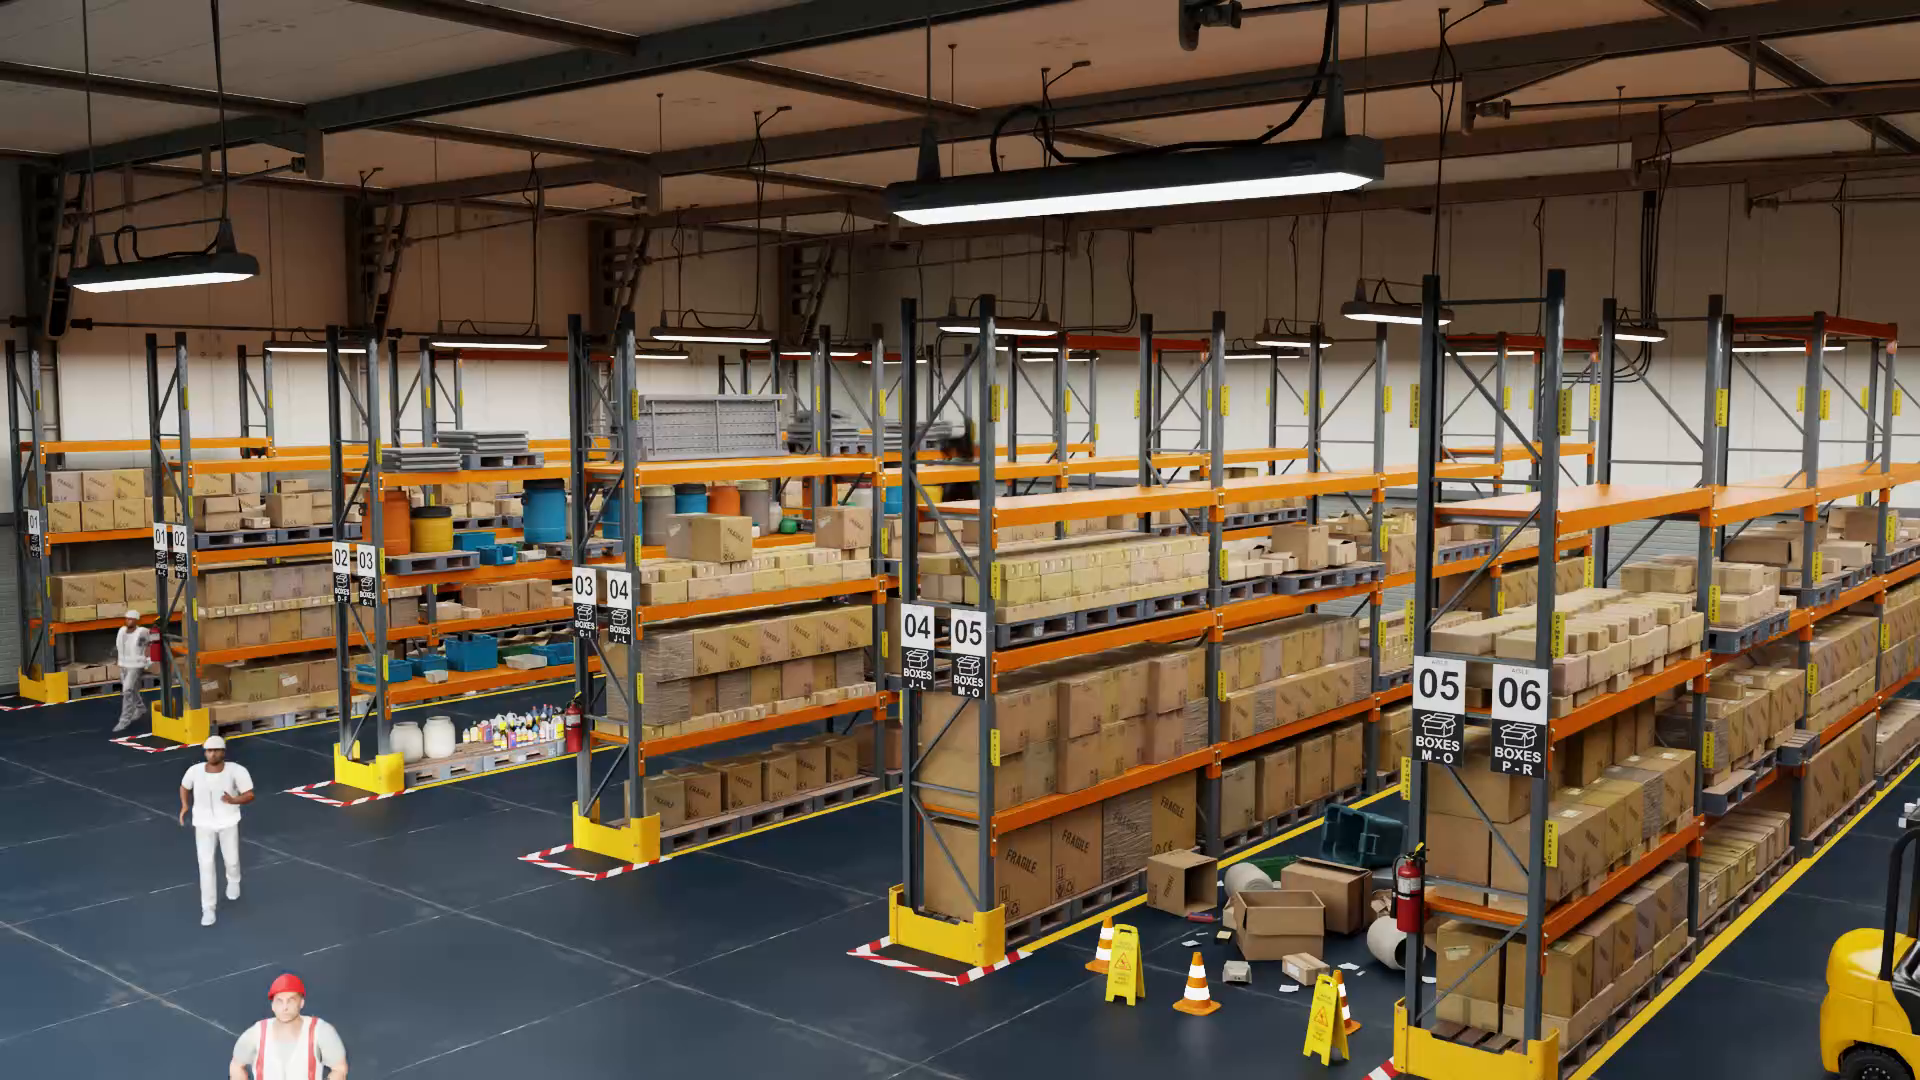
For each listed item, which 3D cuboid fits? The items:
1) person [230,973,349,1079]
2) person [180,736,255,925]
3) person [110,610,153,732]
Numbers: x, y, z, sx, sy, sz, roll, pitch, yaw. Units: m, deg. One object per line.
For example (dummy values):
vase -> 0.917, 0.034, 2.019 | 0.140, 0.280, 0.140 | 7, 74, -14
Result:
person -> -3.939, 3.424, 9.767 | 0.664, 1.745, 0.583 | -2, 5, -18
person -> -7.297, 2.789, 16.334 | 0.701, 1.750, 0.990 | -2, 5, -18
person -> -12.703, 1.969, 25.535 | 0.712, 1.822, 0.834 | 2, 5, 18
